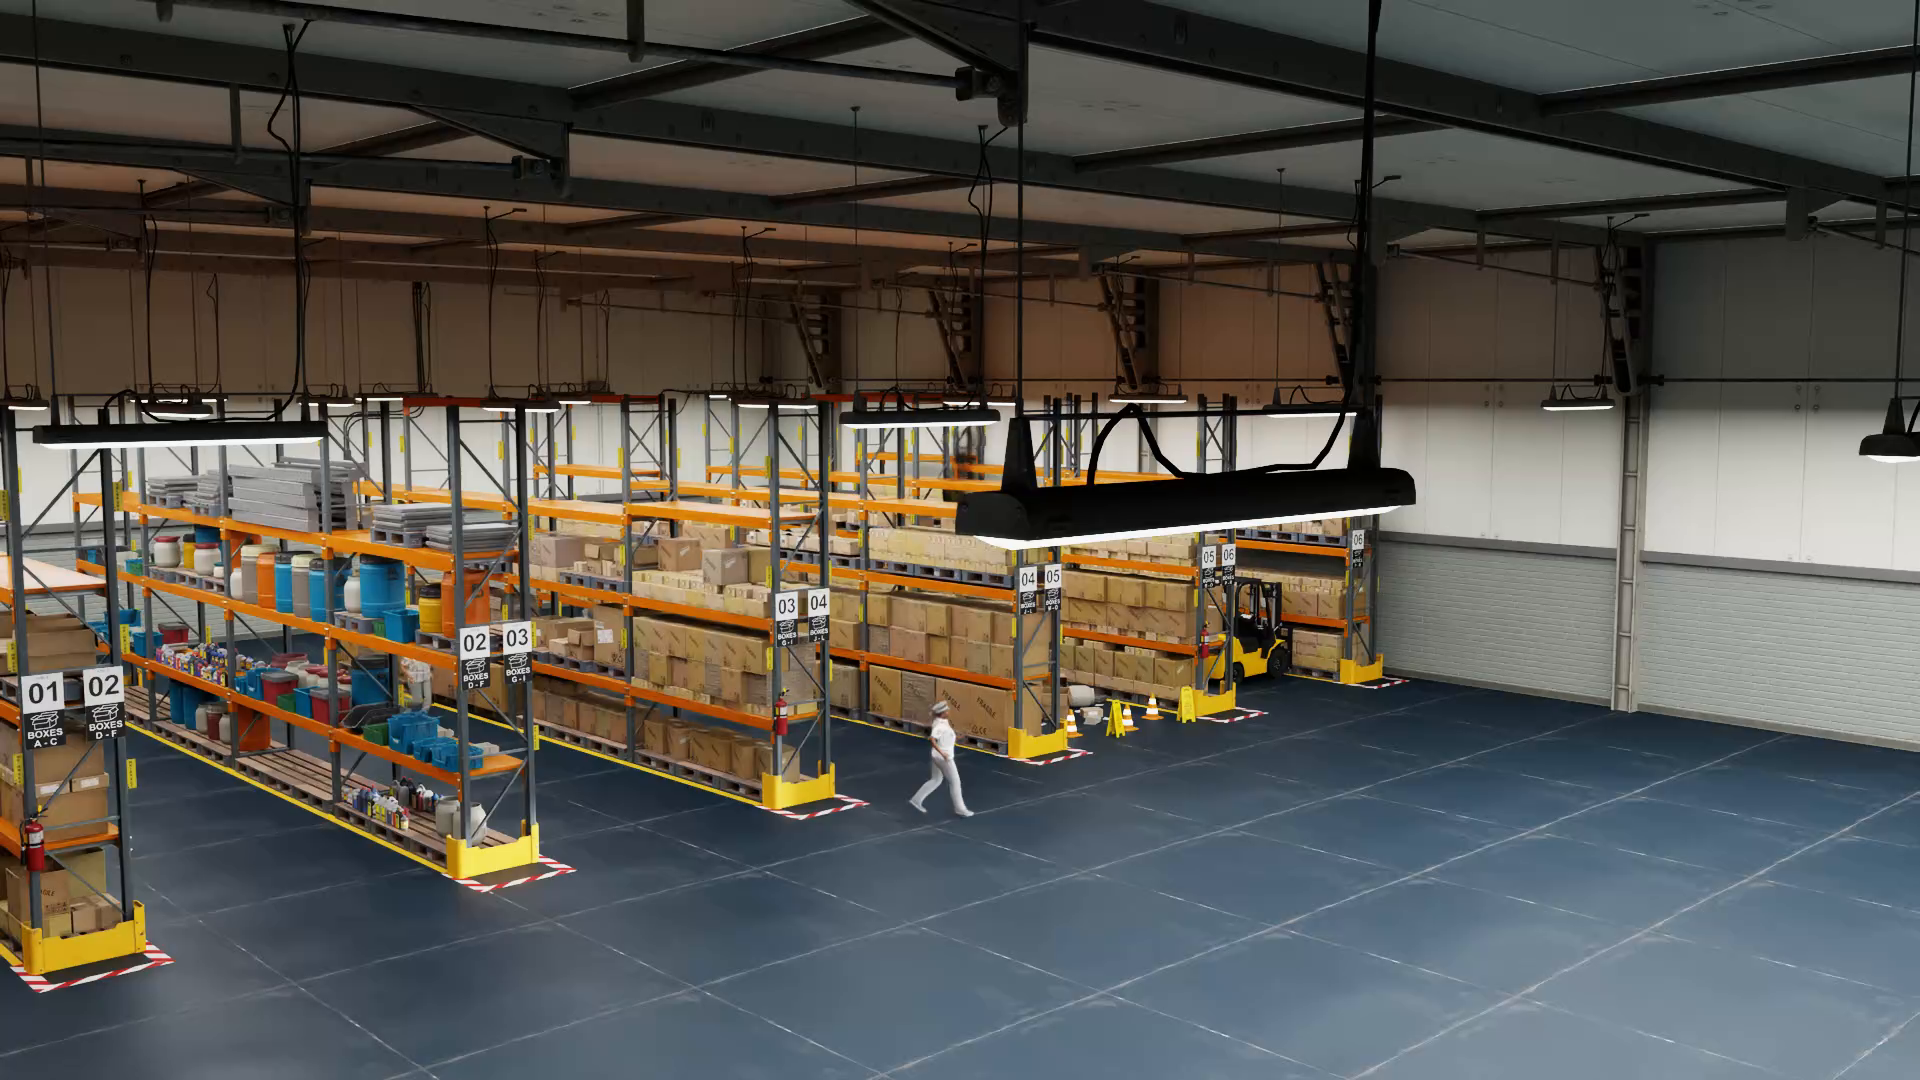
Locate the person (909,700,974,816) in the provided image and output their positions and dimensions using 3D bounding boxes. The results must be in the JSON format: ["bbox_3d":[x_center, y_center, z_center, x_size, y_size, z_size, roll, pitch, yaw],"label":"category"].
[{"bbox_3d":[-0.260,3.149,23.972,0.937,1.691,0.574,-2,6,-15],"label":"person"}]

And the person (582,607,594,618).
[{"bbox_3d":[-9.332,1.455,41.811,0.583,1.747,0.801,4,7,38],"label":"person"}]

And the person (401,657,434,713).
[{"bbox_3d":[-9.974,2.578,30.604,0.599,1.632,0.616,5,8,43],"label":"person"}]
